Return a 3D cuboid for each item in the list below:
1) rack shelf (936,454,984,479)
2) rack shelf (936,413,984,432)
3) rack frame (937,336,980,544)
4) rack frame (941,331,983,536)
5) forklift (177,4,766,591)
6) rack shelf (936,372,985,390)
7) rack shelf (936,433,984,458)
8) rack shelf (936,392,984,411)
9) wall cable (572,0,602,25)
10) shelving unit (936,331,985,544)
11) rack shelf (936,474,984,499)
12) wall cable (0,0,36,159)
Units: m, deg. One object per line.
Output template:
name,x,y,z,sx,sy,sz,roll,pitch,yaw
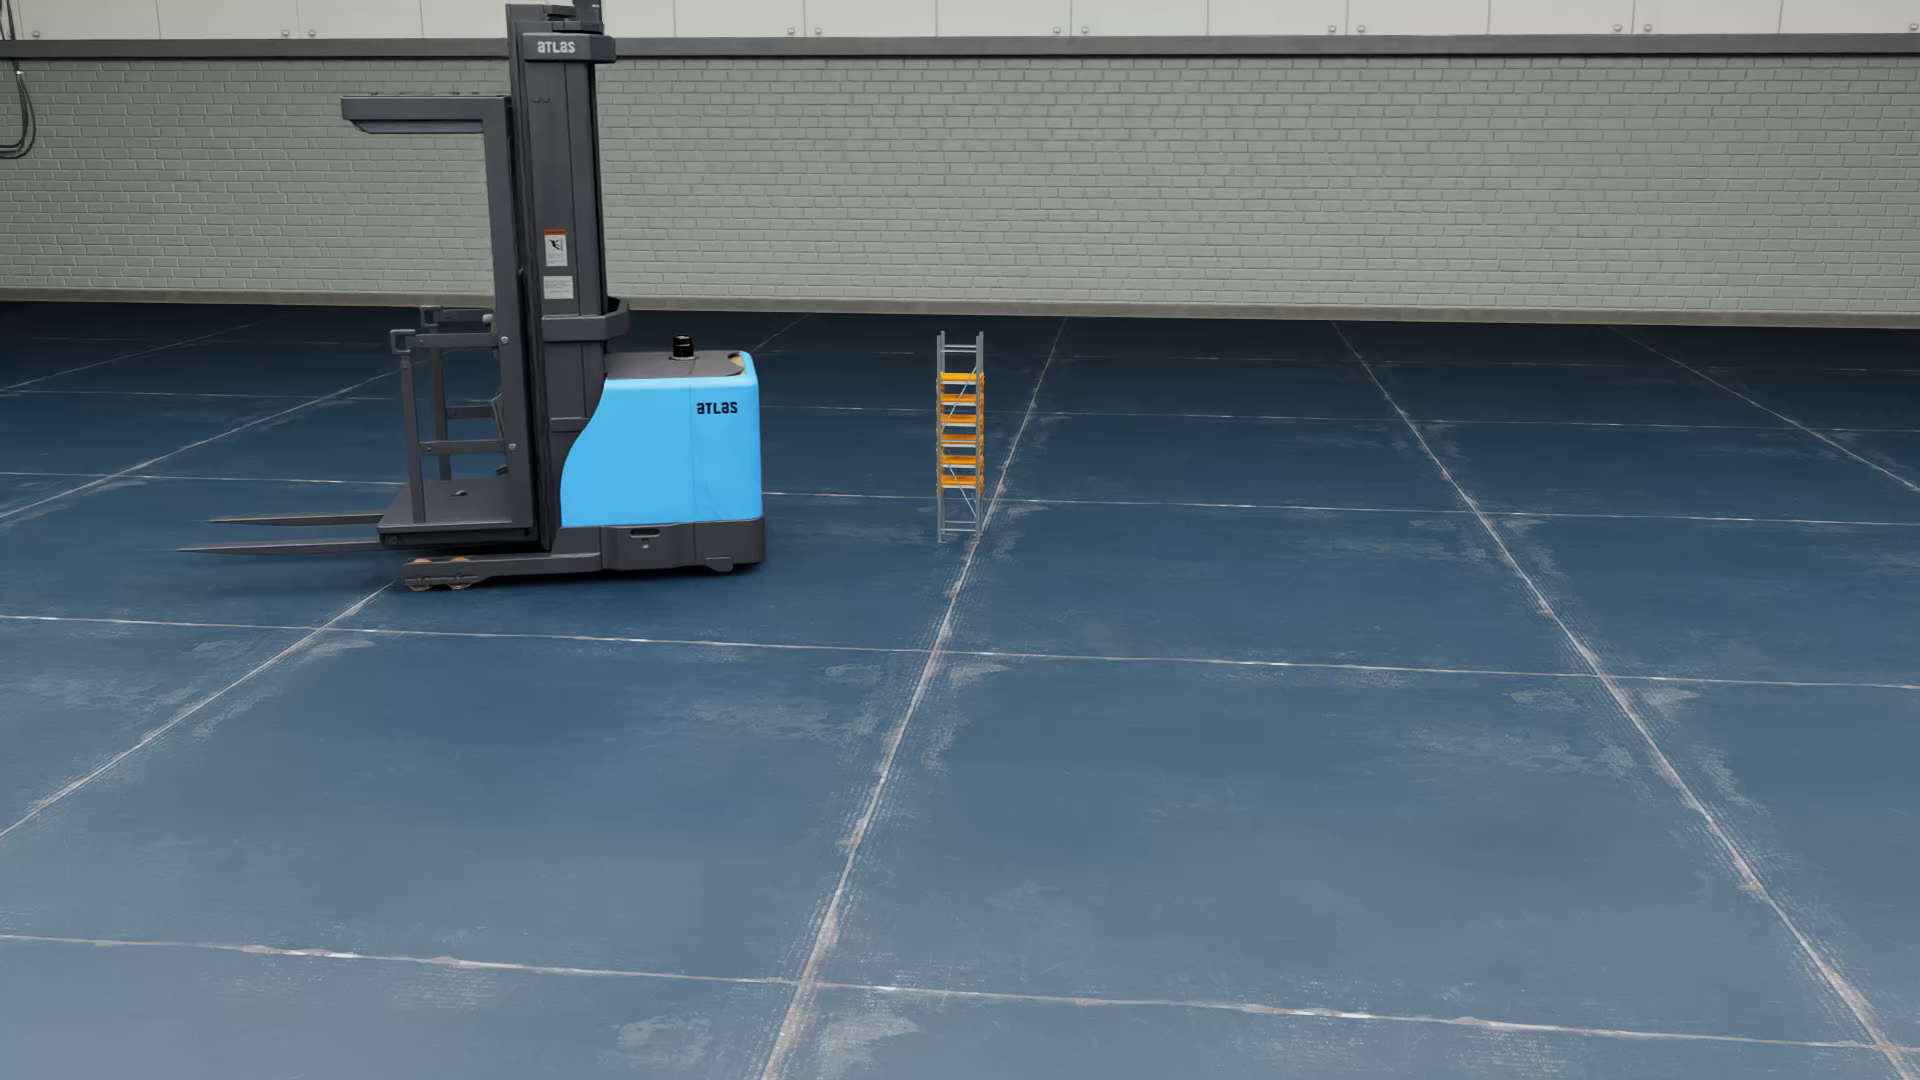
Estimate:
rack shelf,0.002,-0.424,9.562,0.258,0.103,0.180,2,15,6
rack shelf,0.002,-0.656,9.500,0.258,0.103,0.180,2,15,6
rack frame,-0.009,-0.559,9.432,0.240,1.200,0.006,2,15,6
rack frame,0.012,-0.607,9.607,0.240,1.200,0.006,2,15,6
forklift,-2.617,-1.297,8.843,3.031,2.935,1.130,-2,15,-9
rack shelf,0.002,-0.888,9.437,0.258,0.103,0.180,2,15,6
rack shelf,0.002,-0.540,9.531,0.258,0.103,0.180,2,15,6
rack shelf,0.002,-0.772,9.468,0.258,0.103,0.180,2,15,6
wall cable,-3.248,-8.693,18.057,2.305,6.003,0.169,2,15,6
shelving unit,0.002,-0.583,9.519,0.258,1.200,0.189,2,15,6
rack shelf,0.002,-0.308,9.594,0.258,0.103,0.180,2,15,6
wall cable,-12.679,-5.837,19.956,3.097,2.526,0.112,2,15,6
